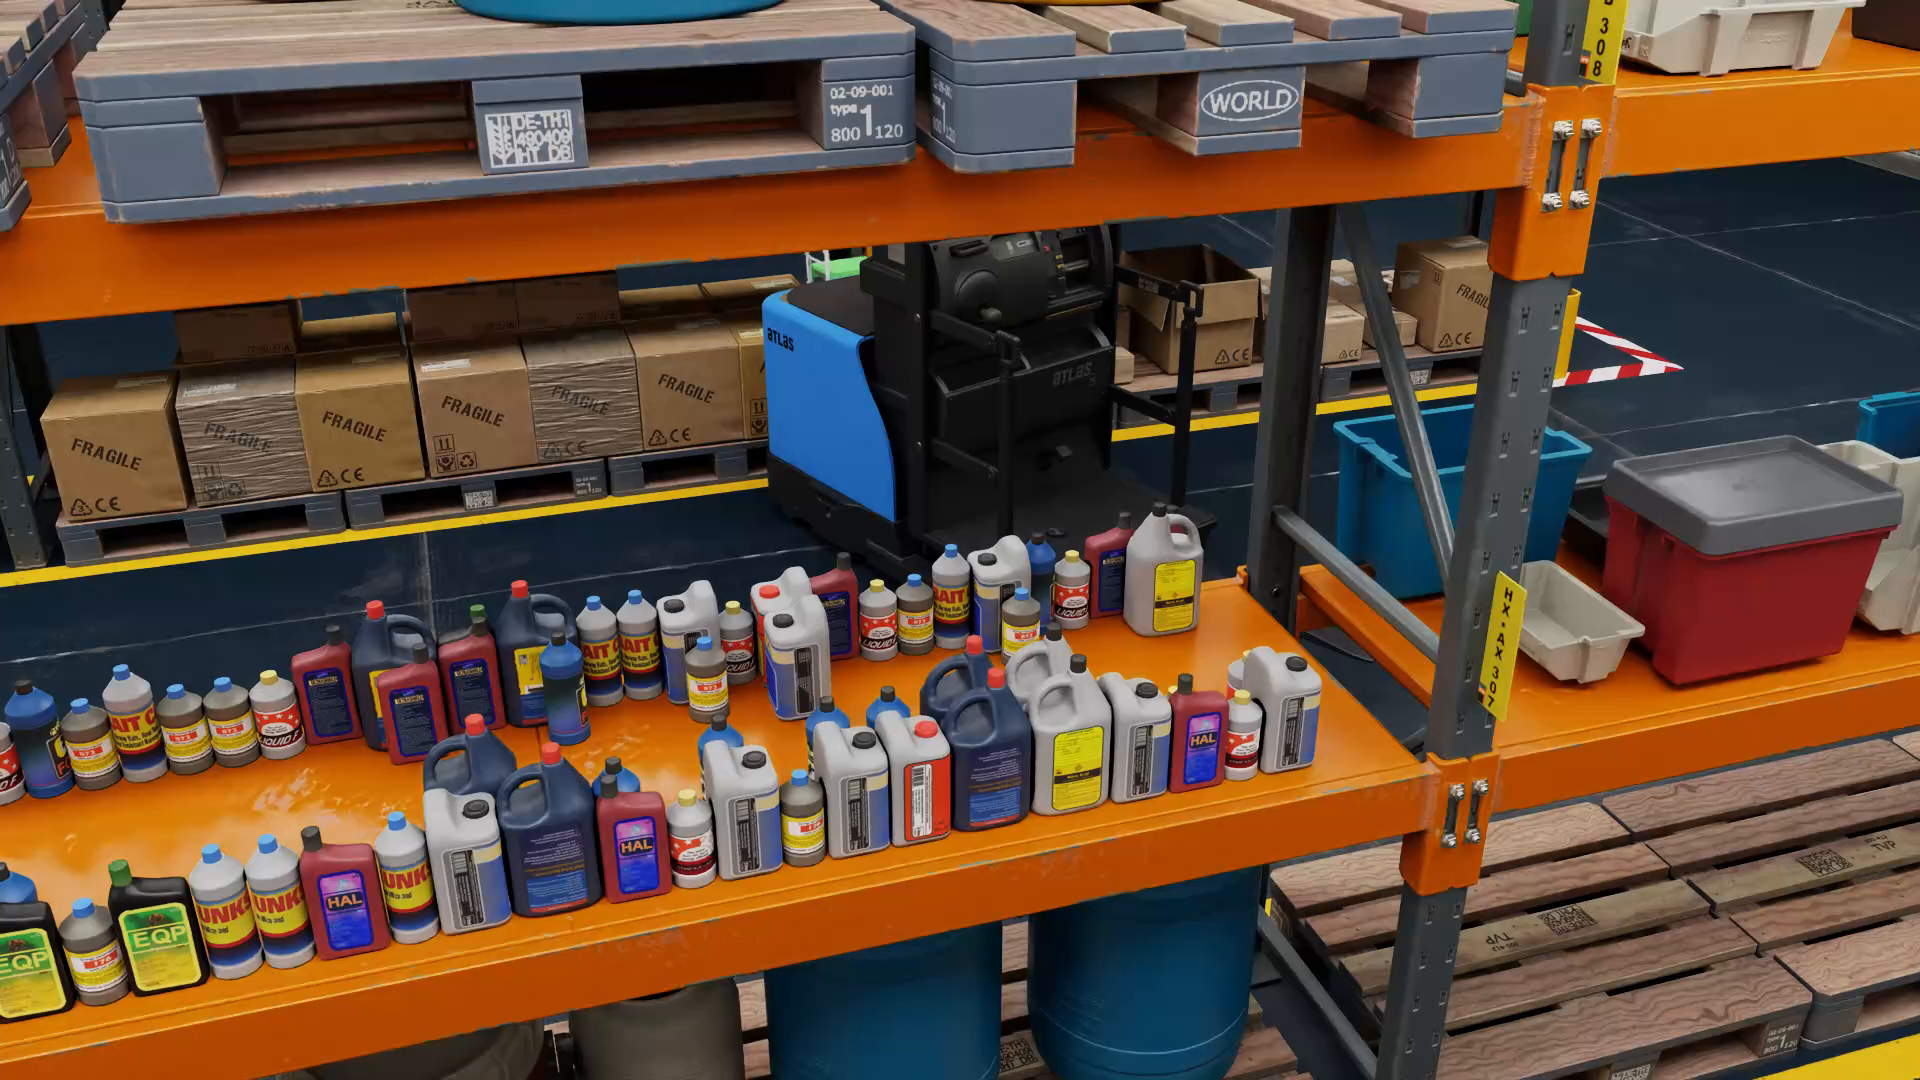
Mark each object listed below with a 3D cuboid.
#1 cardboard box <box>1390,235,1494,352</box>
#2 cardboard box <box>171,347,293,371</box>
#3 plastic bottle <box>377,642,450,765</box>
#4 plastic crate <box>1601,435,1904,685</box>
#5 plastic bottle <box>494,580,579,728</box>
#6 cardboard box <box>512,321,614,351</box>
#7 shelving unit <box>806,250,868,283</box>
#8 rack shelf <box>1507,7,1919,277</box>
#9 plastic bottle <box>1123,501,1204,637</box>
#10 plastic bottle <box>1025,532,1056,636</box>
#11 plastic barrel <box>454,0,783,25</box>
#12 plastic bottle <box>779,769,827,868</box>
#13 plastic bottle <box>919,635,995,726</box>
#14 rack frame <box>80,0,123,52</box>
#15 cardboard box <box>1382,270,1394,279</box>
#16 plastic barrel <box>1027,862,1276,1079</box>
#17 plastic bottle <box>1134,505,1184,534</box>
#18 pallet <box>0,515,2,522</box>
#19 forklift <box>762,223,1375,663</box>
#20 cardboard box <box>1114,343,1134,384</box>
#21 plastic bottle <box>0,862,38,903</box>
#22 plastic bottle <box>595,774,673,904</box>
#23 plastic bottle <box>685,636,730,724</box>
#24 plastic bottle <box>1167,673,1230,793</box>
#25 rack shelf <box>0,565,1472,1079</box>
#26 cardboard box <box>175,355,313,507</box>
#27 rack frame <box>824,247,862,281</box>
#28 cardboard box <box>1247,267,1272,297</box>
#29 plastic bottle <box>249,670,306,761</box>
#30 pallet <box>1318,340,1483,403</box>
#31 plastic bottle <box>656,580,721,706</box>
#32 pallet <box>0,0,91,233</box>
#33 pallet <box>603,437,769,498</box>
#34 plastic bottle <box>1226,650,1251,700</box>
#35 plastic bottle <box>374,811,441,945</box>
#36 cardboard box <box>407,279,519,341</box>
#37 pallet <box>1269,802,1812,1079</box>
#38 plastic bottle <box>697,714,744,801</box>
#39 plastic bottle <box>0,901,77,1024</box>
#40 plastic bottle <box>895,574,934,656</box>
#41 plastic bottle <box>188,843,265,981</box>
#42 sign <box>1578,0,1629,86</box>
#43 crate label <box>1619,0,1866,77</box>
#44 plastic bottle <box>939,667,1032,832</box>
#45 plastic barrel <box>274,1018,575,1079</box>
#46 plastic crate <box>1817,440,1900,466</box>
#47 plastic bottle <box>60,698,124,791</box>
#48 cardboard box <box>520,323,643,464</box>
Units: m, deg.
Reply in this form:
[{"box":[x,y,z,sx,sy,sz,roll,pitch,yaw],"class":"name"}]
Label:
[{"box":[2.835,-1.421,9.554,0.500,0.500,0.500,-8,28,-16],"class":"cardboard box"},{"box":[-3.515,-0.726,8.155,0.500,0.500,0.500,-7,27,-14],"class":"cardboard box"},{"box":[-1.241,0.369,3.765,0.133,0.283,0.061,-8,28,-16],"class":"plastic bottle"},{"box":[1.929,0.051,4.134,0.583,0.464,0.402,-8,28,-16],"class":"plastic crate"},{"box":[-0.995,0.255,3.919,0.185,0.351,0.144,-8,28,-16],"class":"plastic bottle"},{"box":[-2.044,-0.941,8.589,0.500,0.500,0.500,-8,27,-15],"class":"cardboard box"},{"box":[-0.447,-0.894,8.180,0.503,1.200,0.258,-13,25,-26],"class":"shelving unit"},{"box":[2.904,-1.173,4.176,4.000,0.370,1.077,-8,28,-16],"class":"rack shelf"},{"box":[0.529,0.063,4.306,0.185,0.351,0.144,-8,28,-16],"class":"plastic bottle"},{"box":[0.198,0.107,4.307,0.097,0.271,0.097,0,26,0],"class":"plastic bottle"},{"box":[-0.573,-1.333,2.652,0.708,0.901,0.600,-8,28,-16],"class":"plastic barrel"},{"box":[-0.329,0.569,3.453,0.097,0.201,0.097,0,26,0],"class":"plastic bottle"},{"box":[0.009,0.375,3.677,0.185,0.351,0.144,-8,28,-16],"class":"plastic bottle"},{"box":[-5.869,-3.514,11.456,0.127,3.000,1.000,-8,28,-16],"class":"rack frame"},{"box":[2.771,-1.530,10.170,0.250,0.149,0.380,-8,28,-16],"class":"cardboard box"},{"box":[0.480,0.943,4.365,0.708,0.901,0.600,-8,28,-16],"class":"plastic barrel"},{"box":[0.522,0.046,4.415,0.133,0.283,0.061,-8,28,-16],"class":"plastic bottle"},{"box":[-5.126,-0.075,7.663,1.213,0.211,1.003,-8,28,-16],"class":"pallet"},{"box":[0.396,-1.096,6.661,1.130,2.935,3.031,-20,33,-34],"class":"forklift"},{"box":[0.758,-0.989,9.060,0.250,0.166,0.380,-8,28,-16],"class":"cardboard box"},{"box":[-1.749,0.715,3.081,0.097,0.271,0.097,0,26,0],"class":"plastic bottle"},{"box":[-0.653,0.588,3.323,0.133,0.283,0.061,-8,28,-16],"class":"plastic bottle"},{"box":[-0.600,0.325,3.946,0.097,0.201,0.097,0,26,0],"class":"plastic bottle"},{"box":[0.522,0.418,3.666,0.133,0.283,0.061,-8,28,-16],"class":"plastic bottle"},{"box":[-0.899,0.721,3.733,4.000,0.370,1.077,-8,28,-16],"class":"rack shelf"},{"box":[-3.314,-0.514,7.729,0.500,0.500,0.500,-9,28,-18],"class":"cardboard box"},{"box":[-0.528,-1.971,8.348,0.127,3.000,1.000,-8,28,-16],"class":"rack frame"},{"box":[1.720,-1.395,9.784,0.500,0.250,0.500,-8,28,-16],"class":"cardboard box"},{"box":[-1.566,0.393,3.808,0.097,0.201,0.097,0,26,0],"class":"plastic bottle"},{"box":[2.446,-1.152,9.834,1.213,0.211,1.003,-8,28,-16],"class":"pallet"},{"box":[-0.657,0.241,4.030,0.135,0.276,0.152,-8,28,-16],"class":"plastic bottle"},{"box":[-2.043,-0.649,2.522,1.213,0.211,1.003,-8,28,-16],"class":"pallet"},{"box":[-1.290,-0.594,8.710,1.213,0.211,1.003,-8,28,-16],"class":"pallet"},{"box":[0.672,0.353,3.888,0.097,0.201,0.097,0,26,0],"class":"plastic bottle"},{"box":[-1.072,0.646,3.221,0.097,0.271,0.097,0,26,0],"class":"plastic bottle"},{"box":[-2.491,-1.214,8.295,0.500,0.250,0.500,-9,28,-17],"class":"cardboard box"},{"box":[1.690,1.255,4.985,1.213,0.211,1.003,-8,28,-16],"class":"pallet"},{"box":[-0.504,0.492,3.530,0.097,0.271,0.097,0,26,0],"class":"plastic bottle"},{"box":[-1.708,0.741,3.016,0.133,0.283,0.061,-8,28,-16],"class":"plastic bottle"},{"box":[-0.115,0.183,4.231,0.097,0.201,0.097,0,26,0],"class":"plastic bottle"},{"box":[-1.384,0.691,3.130,0.097,0.271,0.097,0,26,0],"class":"plastic bottle"},{"box":[1.171,-0.991,2.990,0.005,0.325,0.100,-8,28,-16],"class":"sign"},{"box":[1.557,-1.047,3.409,0.466,0.136,0.293,-8,28,-16],"class":"crate label"},{"box":[0.054,0.436,3.554,0.185,0.351,0.144,-8,28,-16],"class":"plastic bottle"},{"box":[-1.267,1.336,3.925,0.708,0.588,0.600,-8,28,-16],"class":"plastic barrel"},{"box":[2.565,-0.152,4.912,0.466,0.136,0.293,-8,28,-16],"class":"plastic crate"},{"box":[-1.936,0.447,3.700,0.097,0.201,0.097,0,26,0],"class":"plastic bottle"},{"box":[-1.858,-0.726,8.156,0.500,0.500,0.500,-8,27,-15],"class":"cardboard box"}]
